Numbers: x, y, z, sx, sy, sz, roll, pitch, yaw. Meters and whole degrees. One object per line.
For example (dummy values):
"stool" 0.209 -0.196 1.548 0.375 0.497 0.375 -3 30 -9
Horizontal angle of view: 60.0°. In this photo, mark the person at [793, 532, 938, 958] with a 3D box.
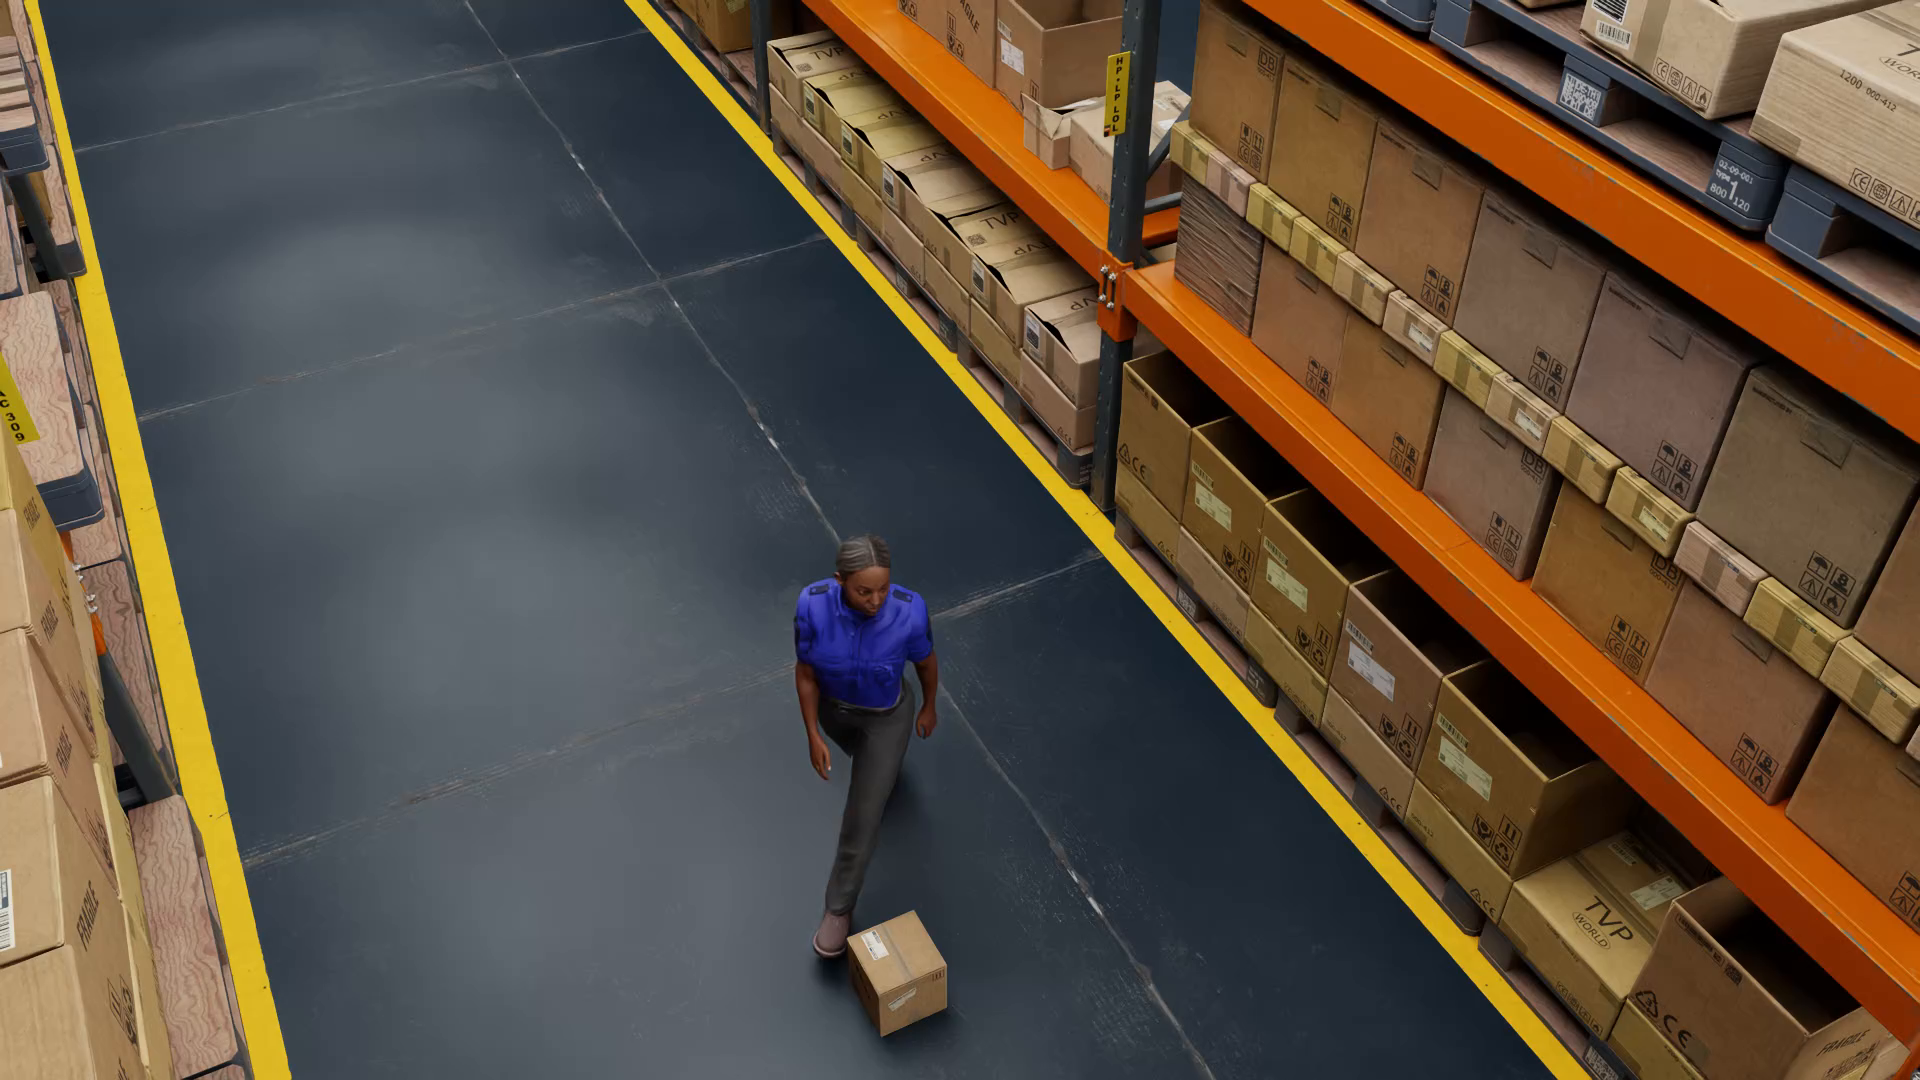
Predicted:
"person" -0.304 0.562 5.546 0.433 1.602 1.029 11 43 12
